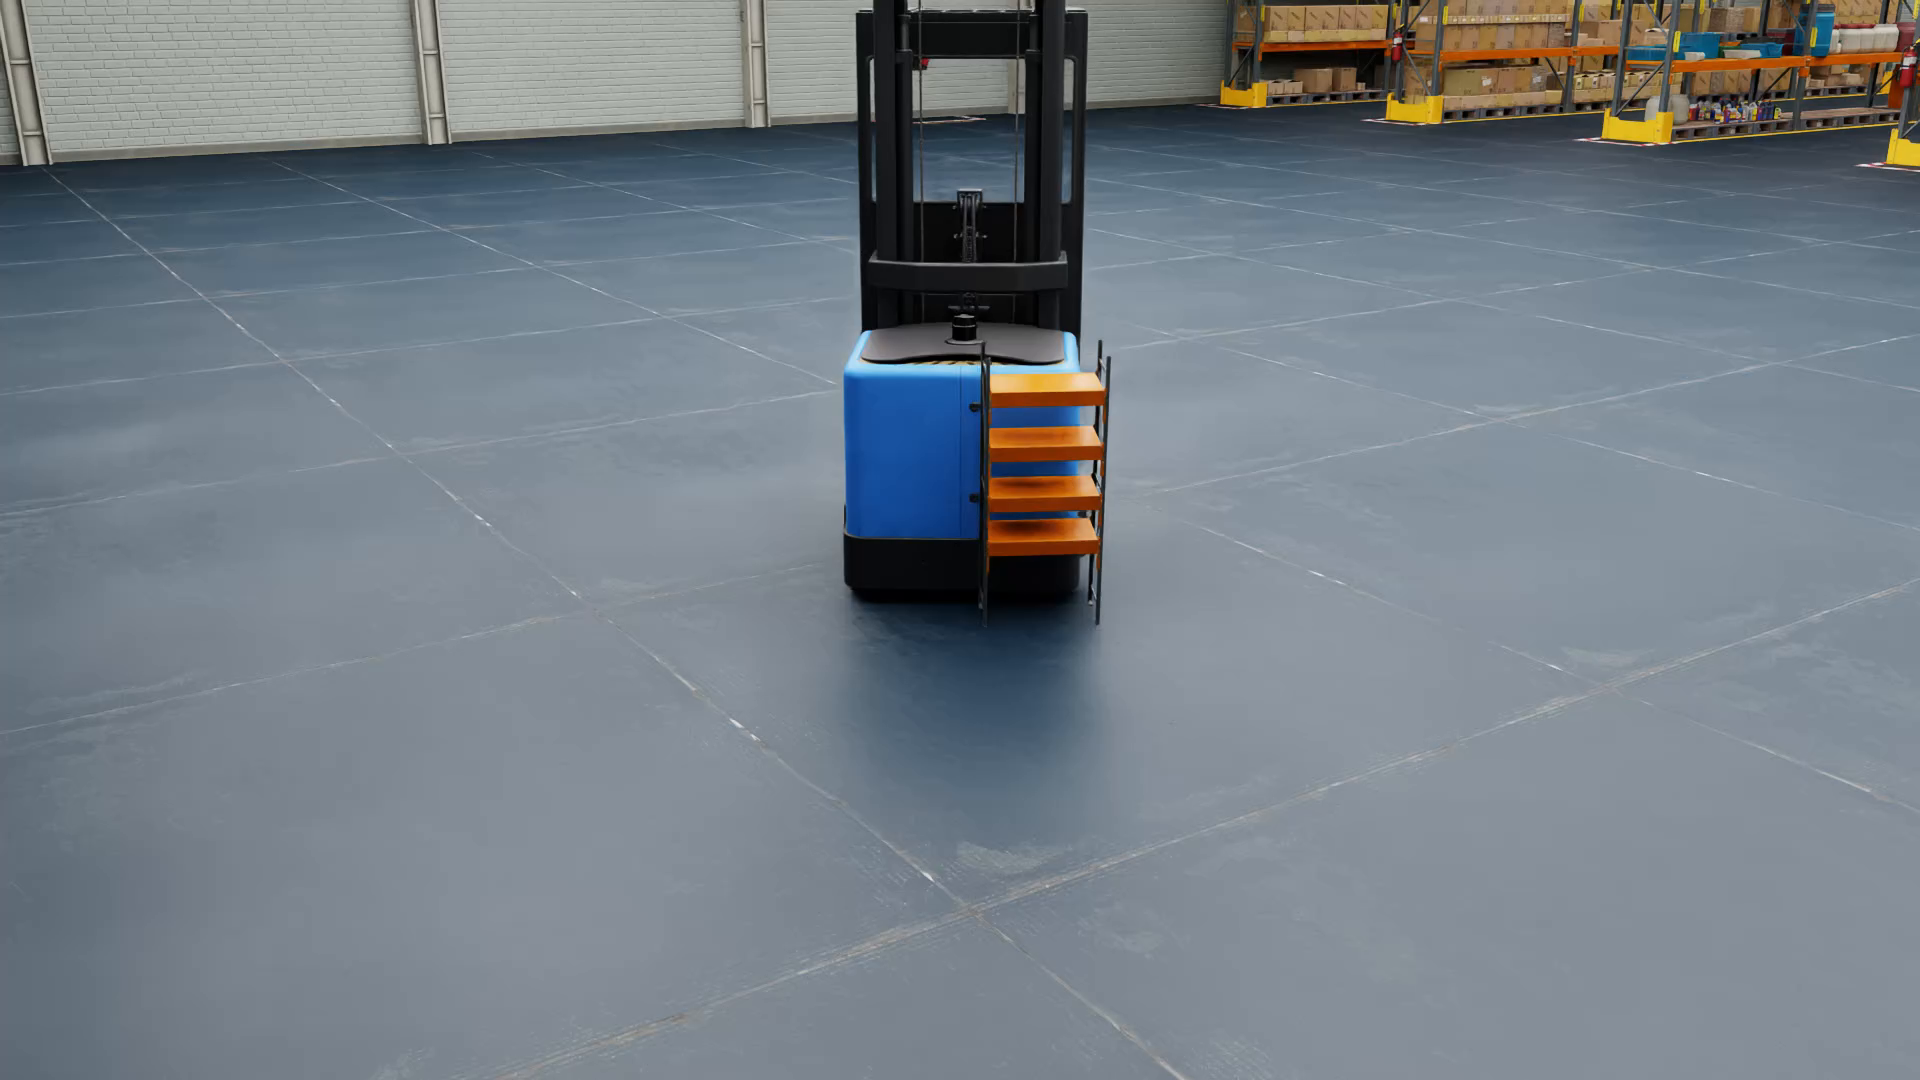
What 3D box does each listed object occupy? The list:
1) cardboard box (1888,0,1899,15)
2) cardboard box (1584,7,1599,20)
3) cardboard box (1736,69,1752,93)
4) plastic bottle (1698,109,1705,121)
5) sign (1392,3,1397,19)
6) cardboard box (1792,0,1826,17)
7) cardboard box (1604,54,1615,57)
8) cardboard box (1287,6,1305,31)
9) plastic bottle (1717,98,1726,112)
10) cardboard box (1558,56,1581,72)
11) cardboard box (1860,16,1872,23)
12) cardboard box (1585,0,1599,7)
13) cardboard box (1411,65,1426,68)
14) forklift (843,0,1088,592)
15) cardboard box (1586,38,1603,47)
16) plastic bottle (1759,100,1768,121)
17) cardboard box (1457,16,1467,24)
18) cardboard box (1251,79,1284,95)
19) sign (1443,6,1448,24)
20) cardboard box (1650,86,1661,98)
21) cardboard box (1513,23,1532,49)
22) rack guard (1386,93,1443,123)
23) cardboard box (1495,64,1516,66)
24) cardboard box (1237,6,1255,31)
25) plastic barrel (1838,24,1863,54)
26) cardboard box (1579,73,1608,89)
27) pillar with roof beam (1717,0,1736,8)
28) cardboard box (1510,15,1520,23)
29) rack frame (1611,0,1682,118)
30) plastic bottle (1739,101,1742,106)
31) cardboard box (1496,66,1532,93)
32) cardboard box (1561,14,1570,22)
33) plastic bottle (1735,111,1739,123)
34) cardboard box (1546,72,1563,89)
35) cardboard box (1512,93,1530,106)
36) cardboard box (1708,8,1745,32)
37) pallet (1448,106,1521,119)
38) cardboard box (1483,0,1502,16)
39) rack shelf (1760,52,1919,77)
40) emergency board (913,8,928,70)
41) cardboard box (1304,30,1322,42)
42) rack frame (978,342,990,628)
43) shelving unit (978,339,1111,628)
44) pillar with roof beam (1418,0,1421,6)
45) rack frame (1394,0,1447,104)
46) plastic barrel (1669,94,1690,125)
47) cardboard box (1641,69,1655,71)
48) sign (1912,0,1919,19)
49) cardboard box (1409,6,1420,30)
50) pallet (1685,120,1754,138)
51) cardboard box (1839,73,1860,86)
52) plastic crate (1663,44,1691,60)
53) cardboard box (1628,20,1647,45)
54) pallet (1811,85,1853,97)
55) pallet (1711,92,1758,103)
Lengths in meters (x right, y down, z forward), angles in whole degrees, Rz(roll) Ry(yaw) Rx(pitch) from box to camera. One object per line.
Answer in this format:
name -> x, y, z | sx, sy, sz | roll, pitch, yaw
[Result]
cardboard box -> 21.994, -12.783, 39.655 | 0.500, 0.500, 0.500 | -12, 22, -32
cardboard box -> 15.479, -12.990, 41.333 | 0.500, 0.500, 0.500 | -12, 22, -31
cardboard box -> 17.359, -10.307, 37.264 | 0.500, 0.500, 0.500 | -13, 23, -33
plastic bottle -> 13.291, -7.625, 29.797 | 0.097, 0.201, 0.097 | 0, 19, 0
sign -> 9.770, -11.891, 37.381 | 0.005, 0.325, 0.100 | -12, 22, -31
cardboard box -> 19.422, -12.238, 38.043 | 0.500, 0.500, 0.500 | -11, 22, -30
cardboard box -> 16.597, -12.487, 42.733 | 0.250, 0.149, 0.380 | -12, 22, -32
cardboard box -> 7.106, -11.302, 36.023 | 0.500, 0.500, 0.500 | -12, 22, -31
plastic bottle -> 13.853, -7.864, 30.270 | 0.185, 0.351, 0.144 | -13, 23, -34
cardboard box -> 14.934, -11.907, 41.483 | 0.750, 0.750, 0.750 | -11, 22, -30
cardboard box -> 21.139, -12.131, 39.287 | 0.500, 0.500, 0.500 | -12, 22, -31
cardboard box -> 15.464, -13.348, 41.222 | 0.500, 0.250, 0.500 | -11, 22, -30
cardboard box -> 10.474, -10.887, 38.981 | 0.500, 0.500, 0.700 | -12, 22, -32
forklift -> 0.066, -1.581, 8.344 | 1.130, 2.935, 3.031 | 1, 19, 2
cardboard box -> 13.045, -10.282, 34.368 | 0.250, 0.149, 0.380 | -12, 22, -31
plastic bottle -> 14.374, -7.704, 29.797 | 0.185, 0.351, 0.144 | -13, 23, -34
cardboard box -> 9.517, -10.009, 31.998 | 0.250, 0.149, 0.380 | -13, 22, -33
cardboard box -> 6.751, -9.952, 36.511 | 0.500, 0.311, 0.500 | -15, 24, -37
sign -> 9.152, -9.894, 31.350 | 0.005, 0.325, 0.100 | -12, 22, -31
cardboard box -> 14.799, -9.651, 35.747 | 0.500, 0.250, 0.500 | -12, 22, -32
cardboard box -> 10.967, -10.086, 33.238 | 0.500, 0.500, 0.700 | -12, 22, -31
rack guard -> 8.831, -8.407, 32.332 | 0.348, 0.500, 1.175 | -12, 22, -31
cardboard box -> 11.219, -9.464, 34.020 | 0.500, 0.500, 0.500 | -12, 22, -31
cardboard box -> 6.401, -11.353, 36.176 | 0.500, 0.500, 0.500 | -12, 22, -32
plastic barrel -> 16.446, -9.278, 30.792 | 0.433, 0.535, 0.433 | 0, 19, 0
cardboard box -> 13.095, -9.555, 34.586 | 0.500, 0.311, 0.500 | -12, 22, -32
pillar with roof beam -> 23.634, -16.135, 41.922 | 0.400, 9.000, 9.100 | -12, 22, -31
cardboard box -> 10.801, -10.279, 32.796 | 0.250, 0.149, 0.380 | -11, 22, -30
rack frame -> 11.573, -8.270, 28.023 | 0.127, 3.000, 1.000 | -12, 22, -31
plastic bottle -> 14.210, -7.865, 30.378 | 0.133, 0.283, 0.061 | -12, 22, -31
cardboard box -> 11.086, -9.237, 33.352 | 0.500, 0.500, 0.500 | -12, 22, -31
cardboard box -> 12.083, -10.549, 33.597 | 0.250, 0.149, 0.380 | -12, 22, -31
plastic bottle -> 13.711, -7.484, 29.381 | 0.097, 0.201, 0.097 | 0, 19, 0
cardboard box -> 12.373, -9.610, 34.749 | 0.500, 0.311, 0.500 | -12, 22, -31
cardboard box -> 11.093, -8.879, 33.462 | 0.500, 0.250, 0.500 | -12, 22, -31
cardboard box -> 16.866, -11.502, 36.771 | 0.500, 0.500, 0.700 | -8, 20, -21
pallet -> 10.485, -8.634, 33.454 | 1.213, 0.211, 1.003 | -12, 22, -31
cardboard box -> 10.149, -10.529, 32.522 | 0.500, 0.500, 0.700 | -12, 22, -31
rack shelf -> 16.584, -8.986, 31.264 | 4.000, 0.370, 1.077 | -12, 22, -31
emergency board -> -0.863, -9.793, 32.527 | 0.643, 1.169, 0.194 | -12, 22, -31
cardboard box -> 7.561, -11.043, 36.428 | 0.500, 0.250, 0.500 | -12, 22, -32
rack frame -> 0.101, -0.221, 6.997 | 0.015, 1.200, 0.240 | -2, 23, -4
shelving unit -> 0.344, -0.228, 7.015 | 0.503, 1.200, 0.258 | -2, 23, -4
pillar with roof beam -> 13.612, -14.022, 35.670 | 0.400, 9.000, 9.100 | -12, 22, -31
rack frame -> 8.852, -9.595, 31.944 | 0.127, 3.000, 1.000 | -12, 22, -31
plastic barrel -> 12.499, -7.515, 29.019 | 0.421, 0.512, 0.421 | 0, 19, 0
cardboard box -> 14.934, -10.153, 36.355 | 0.500, 0.311, 0.500 | -11, 22, -30
sign -> 14.008, -7.795, 24.318 | 0.005, 0.325, 0.100 | -12, 22, -31
cardboard box -> 10.379, -12.057, 38.382 | 0.500, 0.500, 0.700 | -9, 21, -26
pallet -> 13.310, -7.330, 29.597 | 1.213, 0.211, 1.003 | -12, 22, -31
cardboard box -> 21.086, -10.999, 39.701 | 0.500, 0.250, 0.500 | -12, 22, -31
plastic crate -> 12.372, -8.480, 28.878 | 0.408, 0.251, 0.499 | -12, 22, -31
cardboard box -> 14.141, -10.752, 35.209 | 0.500, 0.500, 0.500 | -13, 23, -34
pallet -> 20.468, -10.725, 39.639 | 1.213, 0.211, 1.003 | -12, 22, -31
pallet -> 17.195, -10.018, 37.549 | 1.213, 0.211, 1.003 | -12, 22, -31
